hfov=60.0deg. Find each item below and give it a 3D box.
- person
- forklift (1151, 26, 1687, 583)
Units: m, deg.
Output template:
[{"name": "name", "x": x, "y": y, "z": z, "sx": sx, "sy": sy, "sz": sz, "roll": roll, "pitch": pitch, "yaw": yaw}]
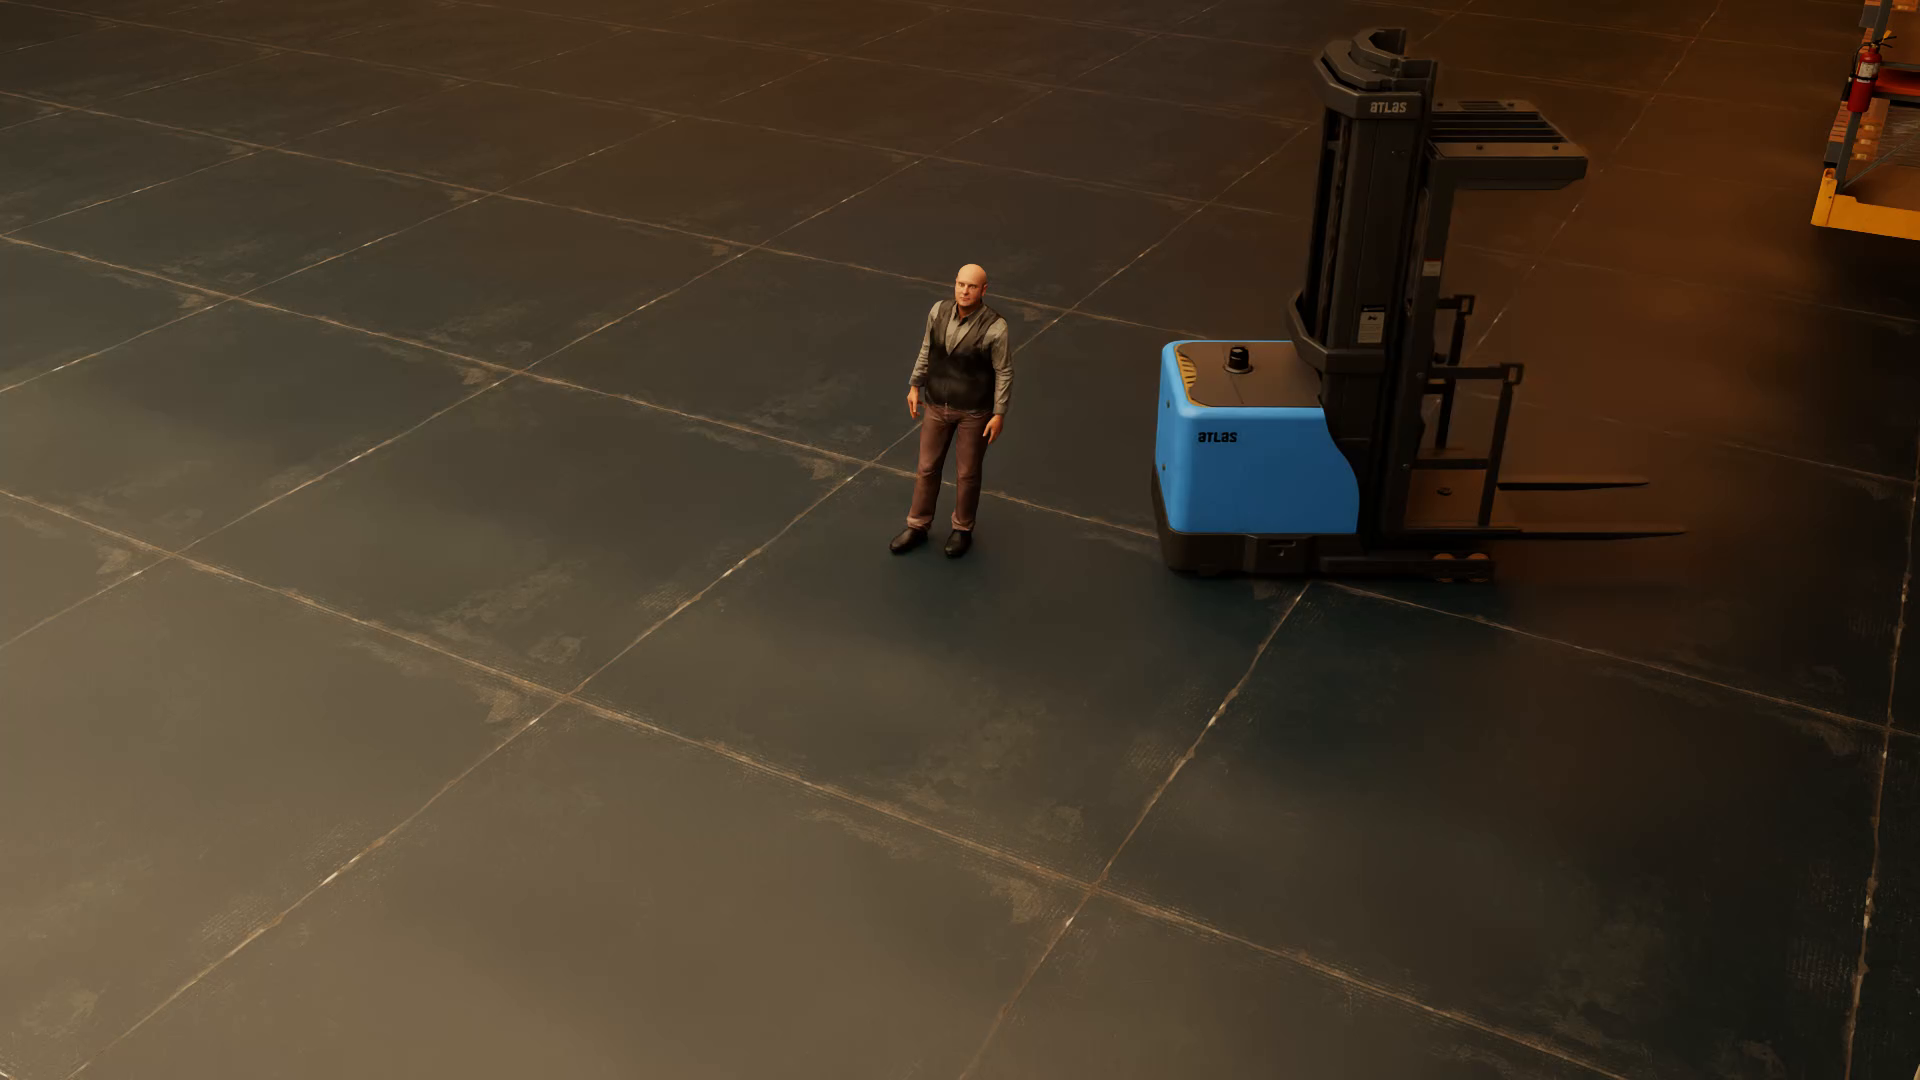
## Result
[{"name": "person", "x": -0.037, "y": -0.727, "z": 9.525, "sx": 0.633, "sy": 1.721, "sz": 0.568, "roll": 15, "pitch": 33, "yaw": 25}, {"name": "forklift", "x": 2.704, "y": -1.292, "z": 9.309, "sx": 3.031, "sy": 2.935, "sz": 1.130, "roll": 0, "pitch": 30, "yaw": 0}]
